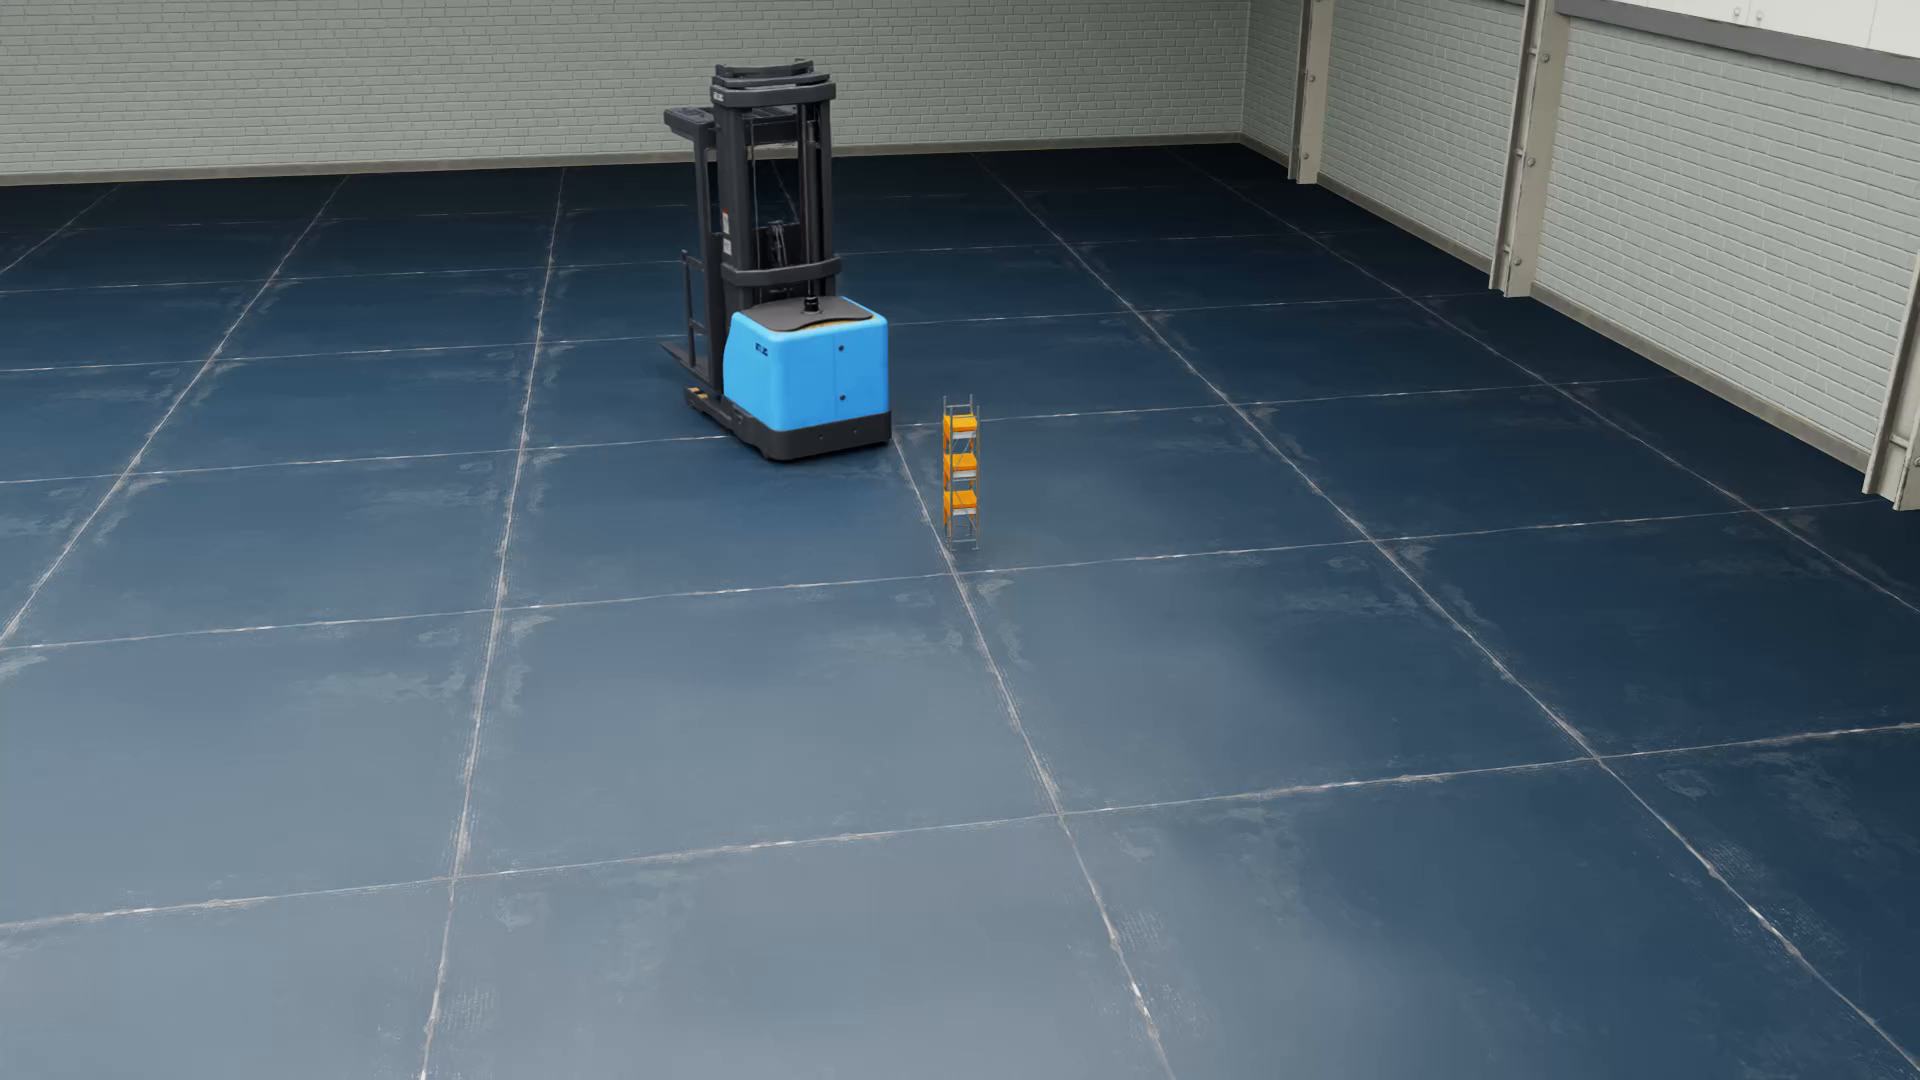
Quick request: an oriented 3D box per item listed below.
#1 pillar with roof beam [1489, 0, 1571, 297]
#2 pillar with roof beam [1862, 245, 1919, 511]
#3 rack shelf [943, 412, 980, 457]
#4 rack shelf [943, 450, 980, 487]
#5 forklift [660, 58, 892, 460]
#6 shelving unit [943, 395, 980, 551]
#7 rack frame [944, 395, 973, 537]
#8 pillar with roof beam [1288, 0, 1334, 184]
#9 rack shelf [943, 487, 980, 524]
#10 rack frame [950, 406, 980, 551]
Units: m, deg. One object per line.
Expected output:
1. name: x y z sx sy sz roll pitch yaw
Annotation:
1. pillar with roof beam: 1.676 -6.469 15.319 9.100 9.000 0.400 -4 24 -10
2. pillar with roof beam: 2.785 -4.109 9.916 9.100 9.000 0.400 -4 24 -10
3. rack shelf: 0.010 -0.710 11.382 0.215 0.259 0.240 -4 24 -10
4. rack shelf: 0.010 -0.450 11.496 0.215 0.259 0.240 -4 24 -10
5. forklift: -1.730 -2.513 13.843 1.130 2.935 3.031 -13 27 -27
6. shelving unit: 0.010 -0.460 11.492 0.215 1.050 0.252 -4 24 -10
7. rack frame: -0.013 -0.508 11.602 0.200 1.050 0.008 -4 24 -10
8. pillar with roof beam: 0.566 -8.829 20.723 9.100 9.000 0.400 -4 24 -10
9. rack shelf: 0.010 -0.196 11.607 0.215 0.259 0.240 -4 24 -10
10. rack frame: 0.032 -0.412 11.382 0.200 1.050 0.008 -4 24 -10
